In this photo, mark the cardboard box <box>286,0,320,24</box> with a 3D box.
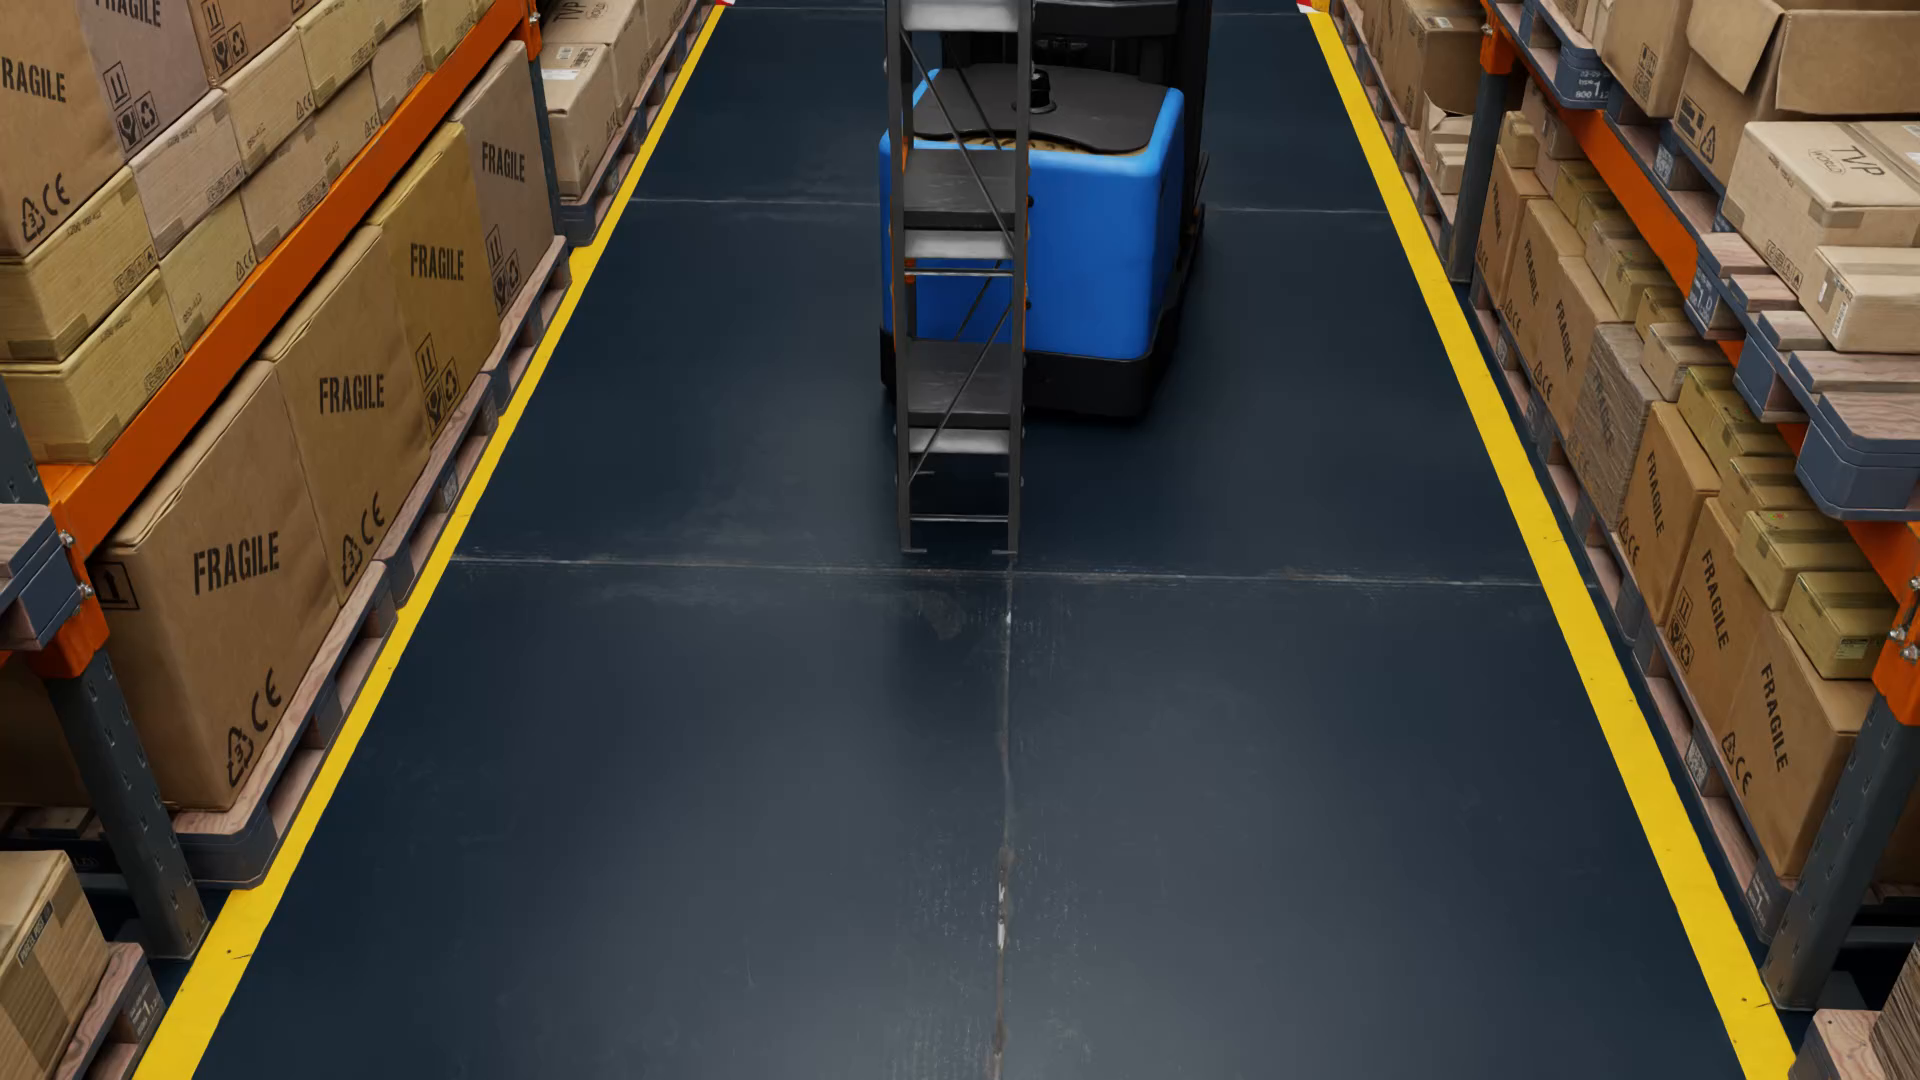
[{"bbox_3d":[-2.114,-1.800,4.746,0.500,0.500,0.500,2,35,3],"label":"cardboard box"}]

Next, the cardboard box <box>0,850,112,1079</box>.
[{"bbox_3d":[-2.481,1.027,3.600,0.950,0.372,0.625,-1,35,-1],"label":"cardboard box"}]

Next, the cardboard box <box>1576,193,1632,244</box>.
[{"bbox_3d":[2.462,-1.134,6.000,0.380,0.149,0.250,1,35,1],"label":"cardboard box"}]

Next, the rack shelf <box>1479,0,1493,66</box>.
[{"bbox_3d":[2.753,-3.241,8.378,1.077,0.370,4.000,1,35,2],"label":"rack shelf"}]

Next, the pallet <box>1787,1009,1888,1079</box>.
[{"bbox_3d":[2.440,1.525,3.397,1.003,0.211,1.213,1,35,2],"label":"pallet"}]

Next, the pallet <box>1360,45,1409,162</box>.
[{"bbox_3d":[2.747,-2.342,8.900,1.003,0.211,1.213,1,35,2],"label":"pallet"}]

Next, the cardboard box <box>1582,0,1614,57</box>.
[{"bbox_3d":[2.233,-1.714,5.331,0.396,0.266,0.258,3,35,4],"label":"cardboard box"}]

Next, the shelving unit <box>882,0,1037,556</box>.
[{"bbox_3d":[0.007,-0.954,5.282,0.431,2.100,0.503,1,35,2],"label":"shelving unit"}]

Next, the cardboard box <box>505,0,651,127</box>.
[{"bbox_3d":[-2.119,-2.495,8.554,0.875,0.438,0.875,0,35,0],"label":"cardboard box"}]

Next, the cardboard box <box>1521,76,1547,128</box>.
[{"bbox_3d":[2.453,-1.721,6.576,0.380,0.149,0.250,1,35,1],"label":"cardboard box"}]

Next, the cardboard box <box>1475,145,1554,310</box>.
[{"bbox_3d":[2.428,-1.263,6.746,0.500,0.500,0.500,3,35,4],"label":"cardboard box"}]

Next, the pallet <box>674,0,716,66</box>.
[{"bbox_3d":[-2.081,-3.195,10.112,1.003,0.211,1.213,1,35,2],"label":"pallet"}]

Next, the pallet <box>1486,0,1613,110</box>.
[{"bbox_3d":[2.531,-1.851,5.942,1.003,0.211,1.213,1,35,2],"label":"pallet"}]

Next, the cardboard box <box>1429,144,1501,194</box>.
[{"bbox_3d":[2.402,-1.718,7.701,0.380,0.149,0.250,0,35,0],"label":"cardboard box"}]

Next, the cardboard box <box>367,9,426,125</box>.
[{"bbox_3d":[-2.114,-1.592,5.537,0.500,0.250,0.500,0,35,1],"label":"cardboard box"}]

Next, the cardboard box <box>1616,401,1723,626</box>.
[{"bbox_3d":[2.363,-0.073,5.054,0.500,0.500,0.500,3,35,4],"label":"cardboard box"}]

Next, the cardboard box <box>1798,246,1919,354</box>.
[{"bbox_3d":[2.155,-0.543,3.768,0.380,0.149,0.250,2,35,3],"label":"cardboard box"}]

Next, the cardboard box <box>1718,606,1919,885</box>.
[{"bbox_3d":[2.314,0.515,4.217,0.500,0.500,0.500,2,35,3],"label":"cardboard box"}]

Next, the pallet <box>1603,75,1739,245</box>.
[{"bbox_3d":[2.585,-1.127,4.912,1.003,0.211,1.213,1,35,2],"label":"pallet"}]

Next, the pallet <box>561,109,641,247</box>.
[{"bbox_3d":[-2.179,-1.793,8.117,1.003,0.211,1.213,1,35,2],"label":"pallet"}]

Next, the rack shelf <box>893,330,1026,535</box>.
[{"bbox_3d":[0.007,-0.370,5.692,0.431,0.518,0.480,1,35,2],"label":"rack shelf"}]

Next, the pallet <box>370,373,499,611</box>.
[{"bbox_3d":[-2.289,-0.210,5.865,1.003,0.211,1.213,1,35,2],"label":"pallet"}]

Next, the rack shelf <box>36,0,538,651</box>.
[{"bbox_3d":[-2.368,-1.055,5.268,1.077,0.370,4.000,1,35,2],"label":"rack shelf"}]

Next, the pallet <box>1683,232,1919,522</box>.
[{"bbox_3d":[2.469,-0.401,3.878,1.213,0.211,1.003,1,35,2],"label":"pallet"}]

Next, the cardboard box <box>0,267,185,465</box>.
[{"bbox_3d":[-2.177,-0.414,3.861,0.500,0.250,0.500,1,35,1],"label":"cardboard box"}]

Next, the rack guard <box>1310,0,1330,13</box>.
[{"bbox_3d":[2.830,-3.618,10.463,1.175,0.500,0.348,1,35,2],"label":"rack guard"}]

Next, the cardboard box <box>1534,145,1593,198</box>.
[{"bbox_3d":[2.458,-1.440,6.435,0.380,0.149,0.250,0,35,1],"label":"cardboard box"}]

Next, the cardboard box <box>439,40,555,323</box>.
[{"bbox_3d":[-2.232,-1.443,6.677,0.875,0.875,0.875,2,35,3],"label":"cardboard box"}]

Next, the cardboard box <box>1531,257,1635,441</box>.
[{"bbox_3d":[2.392,-0.670,5.903,0.500,0.500,0.500,0,35,0],"label":"cardboard box"}]

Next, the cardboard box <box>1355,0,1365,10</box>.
[{"bbox_3d":[2.714,-3.485,9.907,0.797,0.503,0.637,0,35,0],"label":"cardboard box"}]

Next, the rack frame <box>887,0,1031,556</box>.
[{"bbox_3d":[-0.003,-0.814,5.082,0.400,2.100,0.015,1,35,2],"label":"rack frame"}]

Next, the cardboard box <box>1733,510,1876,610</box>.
[{"bbox_3d":[2.259,0.050,4.314,0.380,0.149,0.250,0,35,-1],"label":"cardboard box"}]

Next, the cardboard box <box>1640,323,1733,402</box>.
[{"bbox_3d":[2.360,-0.553,5.173,0.380,0.149,0.250,0,35,0],"label":"cardboard box"}]

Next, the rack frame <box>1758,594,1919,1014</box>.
[{"bbox_3d":[2.512,-0.088,3.266,1.000,3.000,0.127,1,35,2],"label":"rack frame"}]

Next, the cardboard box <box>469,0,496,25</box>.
[{"bbox_3d":[-2.053,-2.174,6.365,0.500,0.250,0.500,1,35,1],"label":"cardboard box"}]

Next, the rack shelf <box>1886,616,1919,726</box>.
[{"bbox_3d":[2.432,1.355,1.838,1.077,0.370,4.000,1,35,2],"label":"rack shelf"}]

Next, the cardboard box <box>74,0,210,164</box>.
[{"bbox_3d":[-2.174,-1.213,3.911,0.500,0.500,0.500,1,35,2],"label":"cardboard box"}]

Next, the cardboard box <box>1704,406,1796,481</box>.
[{"bbox_3d":[2.369,-0.251,4.742,0.380,0.149,0.250,2,35,3],"label":"cardboard box"}]

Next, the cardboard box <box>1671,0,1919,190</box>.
[{"bbox_3d":[2.393,-1.244,4.457,0.797,0.503,0.637,1,35,1],"label":"cardboard box"}]

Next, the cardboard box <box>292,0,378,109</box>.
[{"bbox_3d":[-2.093,-1.503,4.976,0.500,0.250,0.500,2,35,3],"label":"cardboard box"}]

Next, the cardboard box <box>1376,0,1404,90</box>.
[{"bbox_3d":[2.520,-2.692,8.781,0.500,0.500,0.500,2,35,3],"label":"cardboard box"}]

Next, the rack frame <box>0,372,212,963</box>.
[{"bbox_3d":[-2.448,-0.200,3.427,1.000,3.000,0.127,1,35,2],"label":"rack frame"}]

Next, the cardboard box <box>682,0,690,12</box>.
[{"bbox_3d":[-2.053,-3.539,10.040,0.875,0.438,0.875,0,35,0],"label":"cardboard box"}]

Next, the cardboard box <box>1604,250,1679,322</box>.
[{"bbox_3d":[2.402,-0.849,5.594,0.380,0.149,0.250,3,35,4],"label":"cardboard box"}]

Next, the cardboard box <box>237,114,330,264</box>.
[{"bbox_3d":[-2.147,-1.011,4.711,0.500,0.250,0.500,2,35,3],"label":"cardboard box"}]

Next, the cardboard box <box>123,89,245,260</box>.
[{"bbox_3d":[-2.159,-0.926,4.155,0.500,0.250,0.500,2,35,3],"label":"cardboard box"}]

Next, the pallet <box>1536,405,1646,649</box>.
[{"bbox_3d":[2.631,-0.074,5.672,1.003,0.211,1.213,1,35,2],"label":"pallet"}]

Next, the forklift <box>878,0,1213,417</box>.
[{"bbox_3d":[0.519,-2.508,6.769,1.130,2.935,3.031,7,36,10],"label":"forklift"}]

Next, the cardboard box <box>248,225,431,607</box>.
[{"bbox_3d":[-2.297,-0.410,5.208,0.875,0.875,0.875,2,35,2],"label":"cardboard box"}]
